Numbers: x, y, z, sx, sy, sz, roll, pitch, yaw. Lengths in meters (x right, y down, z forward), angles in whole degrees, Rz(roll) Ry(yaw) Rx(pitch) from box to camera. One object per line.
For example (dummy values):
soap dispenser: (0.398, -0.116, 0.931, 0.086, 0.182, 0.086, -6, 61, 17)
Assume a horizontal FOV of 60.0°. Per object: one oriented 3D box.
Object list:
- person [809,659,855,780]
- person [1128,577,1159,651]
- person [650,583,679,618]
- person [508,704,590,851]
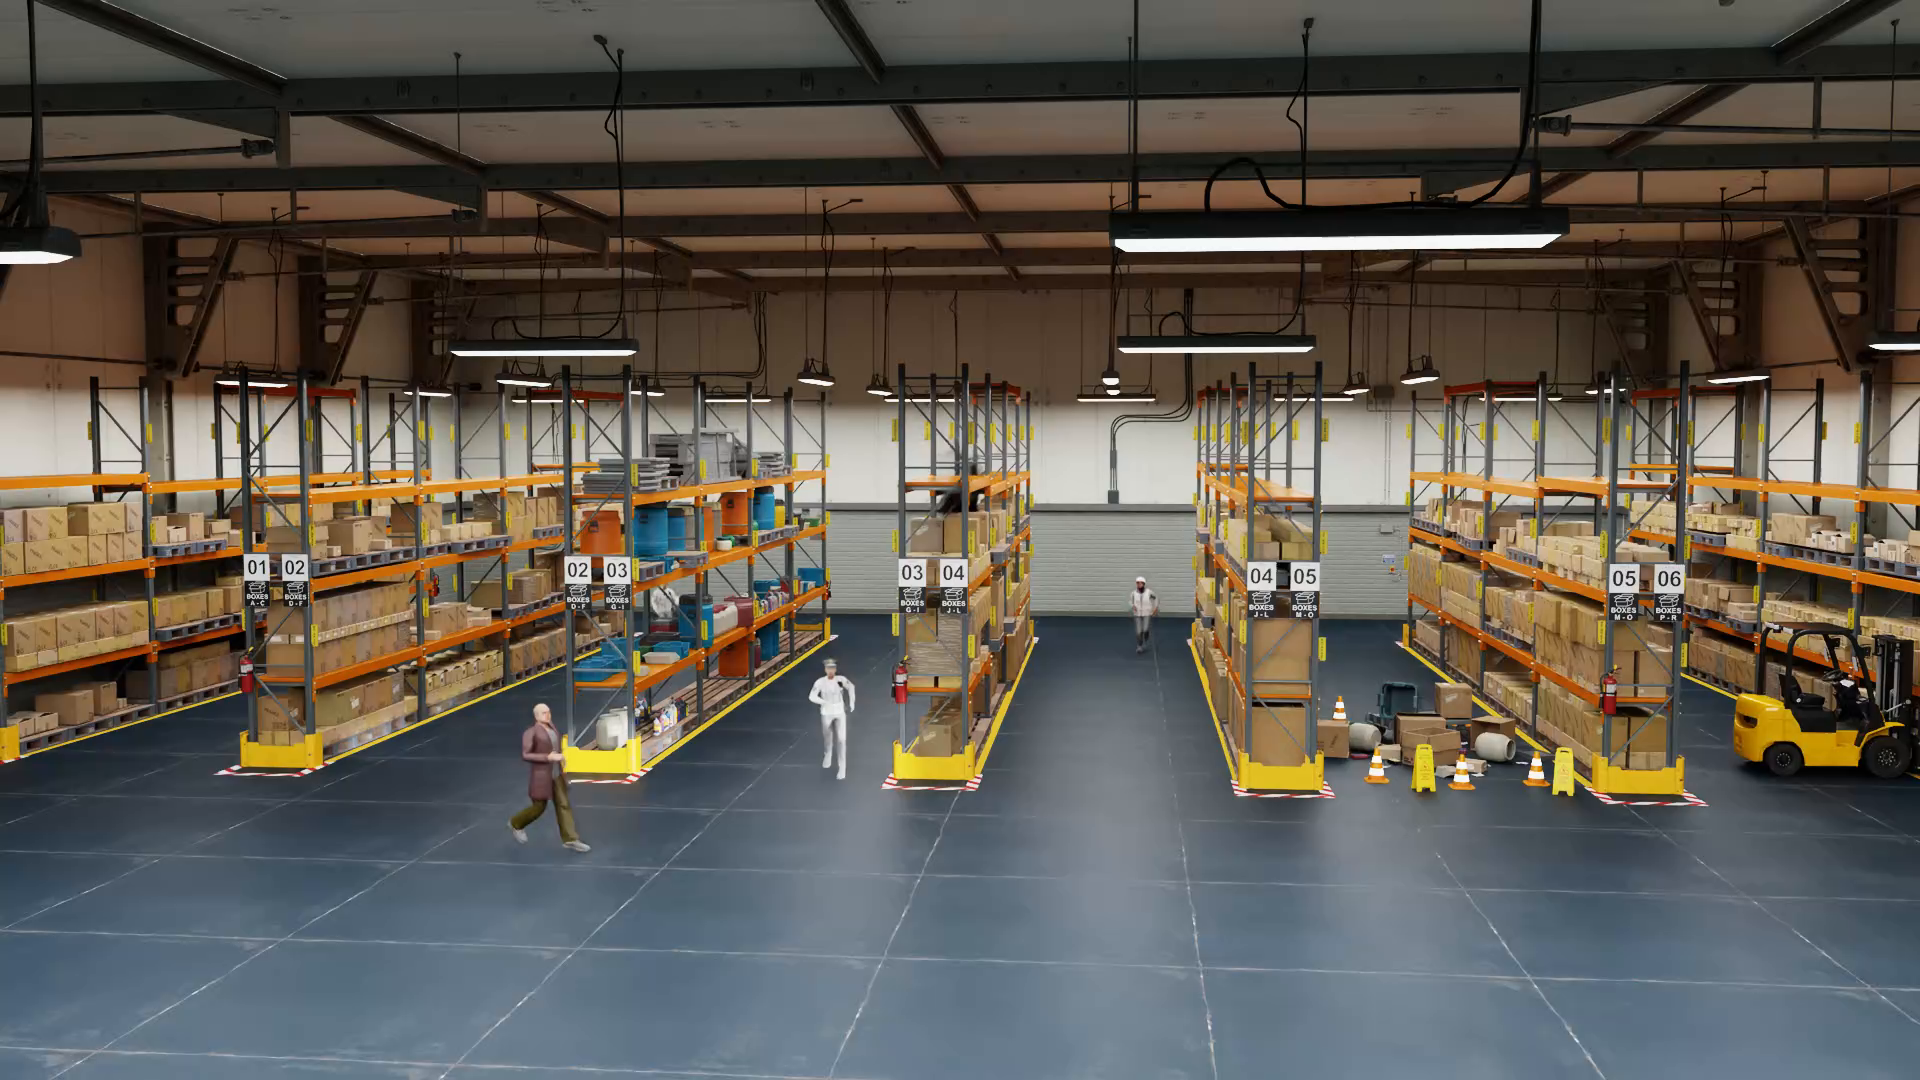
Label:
person: (-1.873, 2.586, 24.387, 0.673, 1.738, 0.862, 0, 4, -5)
person: (4.162, 1.700, 37.826, 0.679, 1.723, 0.753, 1, 4, 15)
person: (-6.892, 1.693, 38.882, 0.660, 1.678, 0.583, -1, 4, -16)
person: (-4.918, 2.817, 19.850, 1.153, 1.737, 0.727, 2, 4, 30)
